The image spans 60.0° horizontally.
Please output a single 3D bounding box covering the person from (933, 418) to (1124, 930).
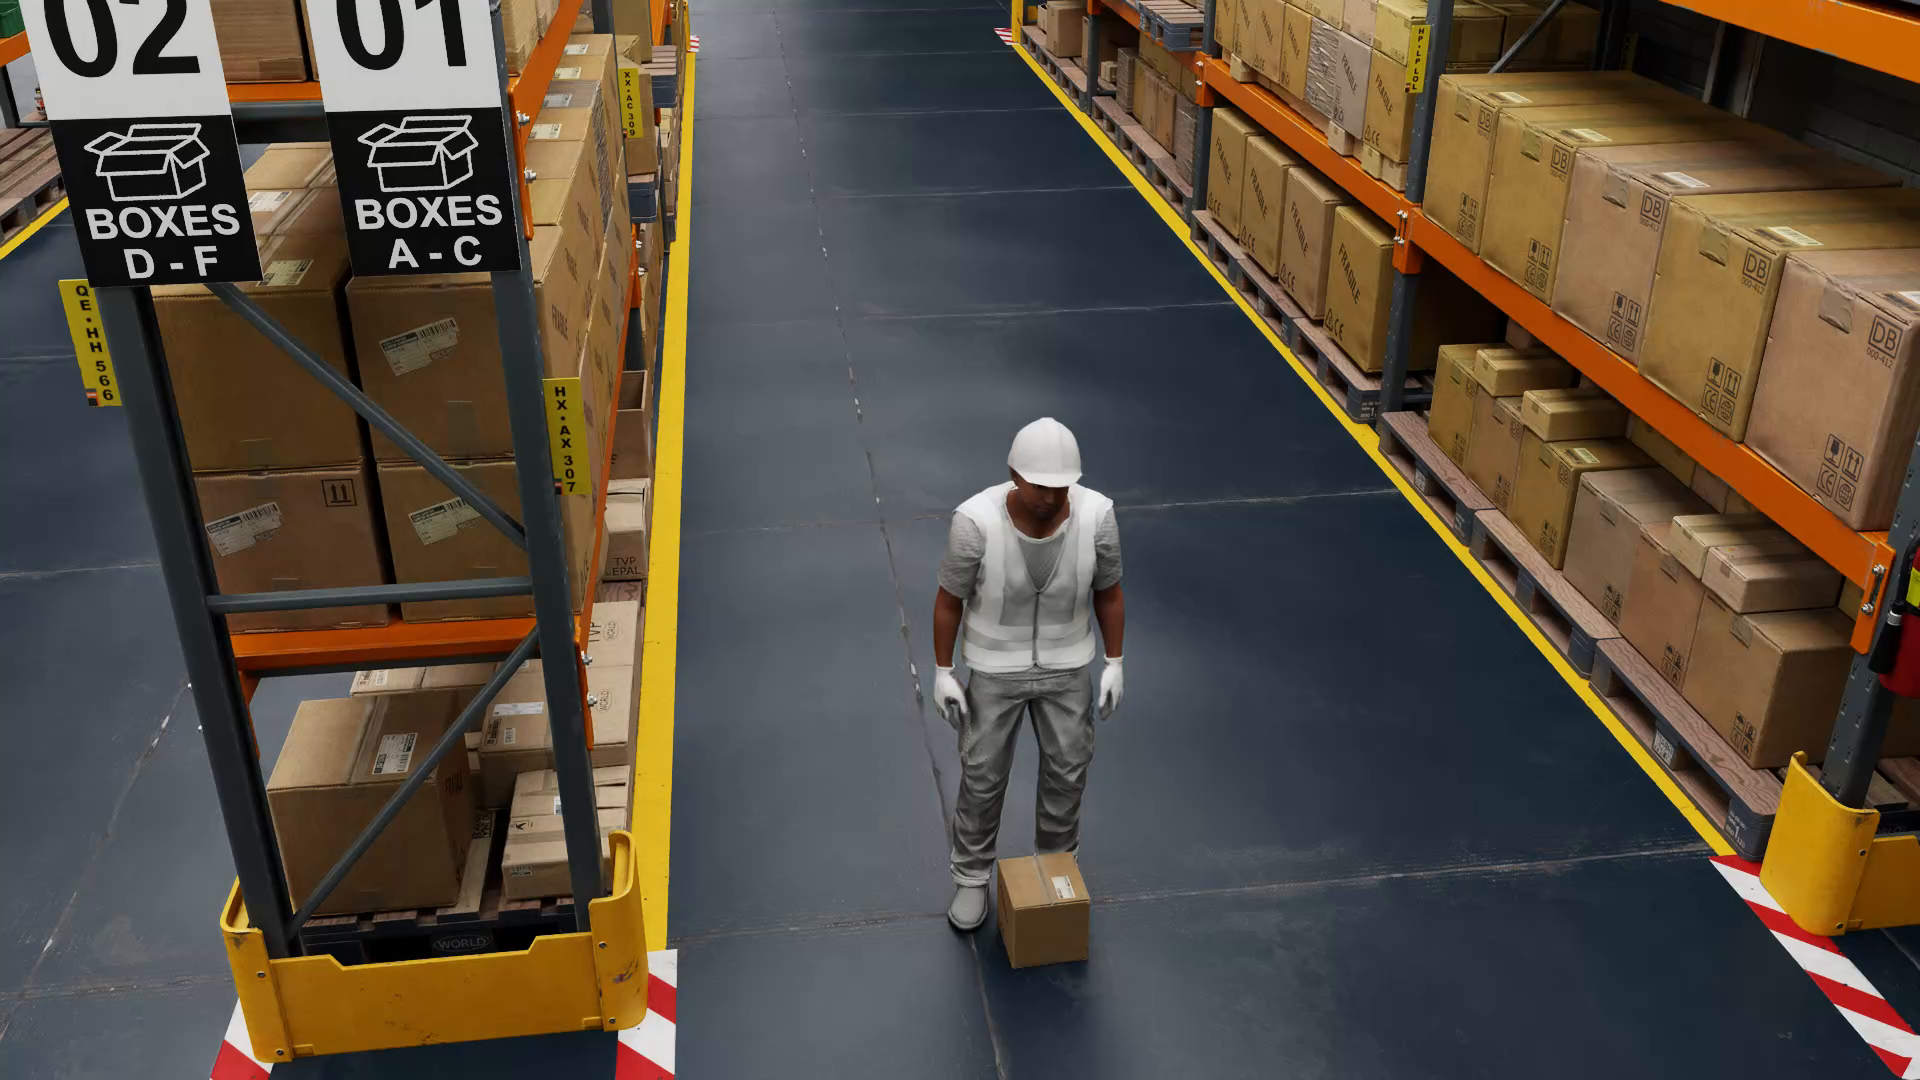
[{"bbox_3d":[0.218,0.422,5.274,0.617,1.773,0.448,-3,27,-7],"label":"person"}]
